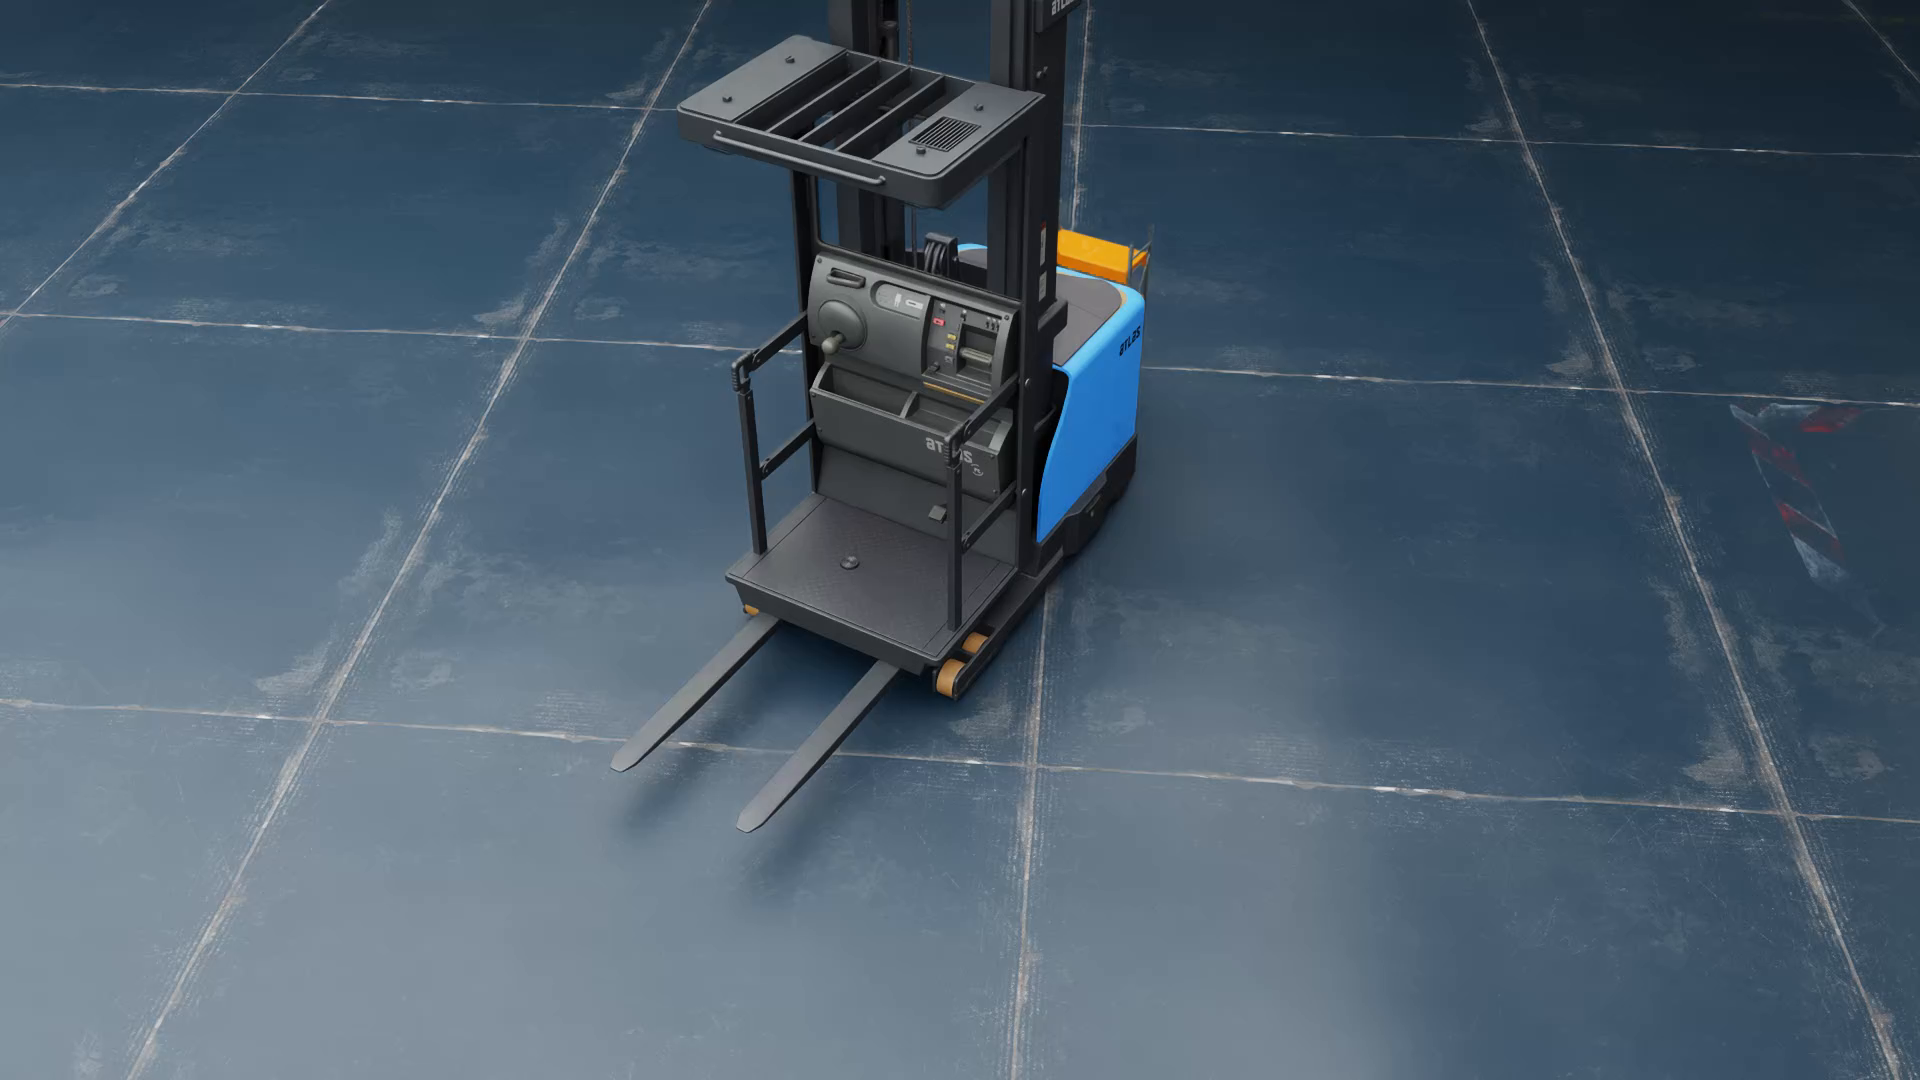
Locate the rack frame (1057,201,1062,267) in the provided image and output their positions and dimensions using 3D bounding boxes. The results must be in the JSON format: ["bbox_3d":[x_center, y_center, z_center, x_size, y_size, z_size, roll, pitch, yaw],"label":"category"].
[{"bbox_3d":[0.415,-1.097,8.308,0.015,1.200,0.240,20,41,23],"label":"rack frame"}]

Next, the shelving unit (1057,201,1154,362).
[{"bbox_3d":[0.625,-1.019,8.213,0.503,1.200,0.258,20,41,23],"label":"shelving unit"}]

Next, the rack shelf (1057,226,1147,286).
[{"bbox_3d":[0.634,-1.332,7.976,0.480,0.148,0.258,20,41,23],"label":"rack shelf"}]

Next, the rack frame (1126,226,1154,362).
[{"bbox_3d":[0.836,-0.941,8.117,0.015,1.200,0.240,20,41,23],"label":"rack frame"}]

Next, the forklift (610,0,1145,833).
[{"bbox_3d":[-0.315,-0.798,6.579,1.130,2.935,3.031,20,43,23],"label":"forklift"}]
